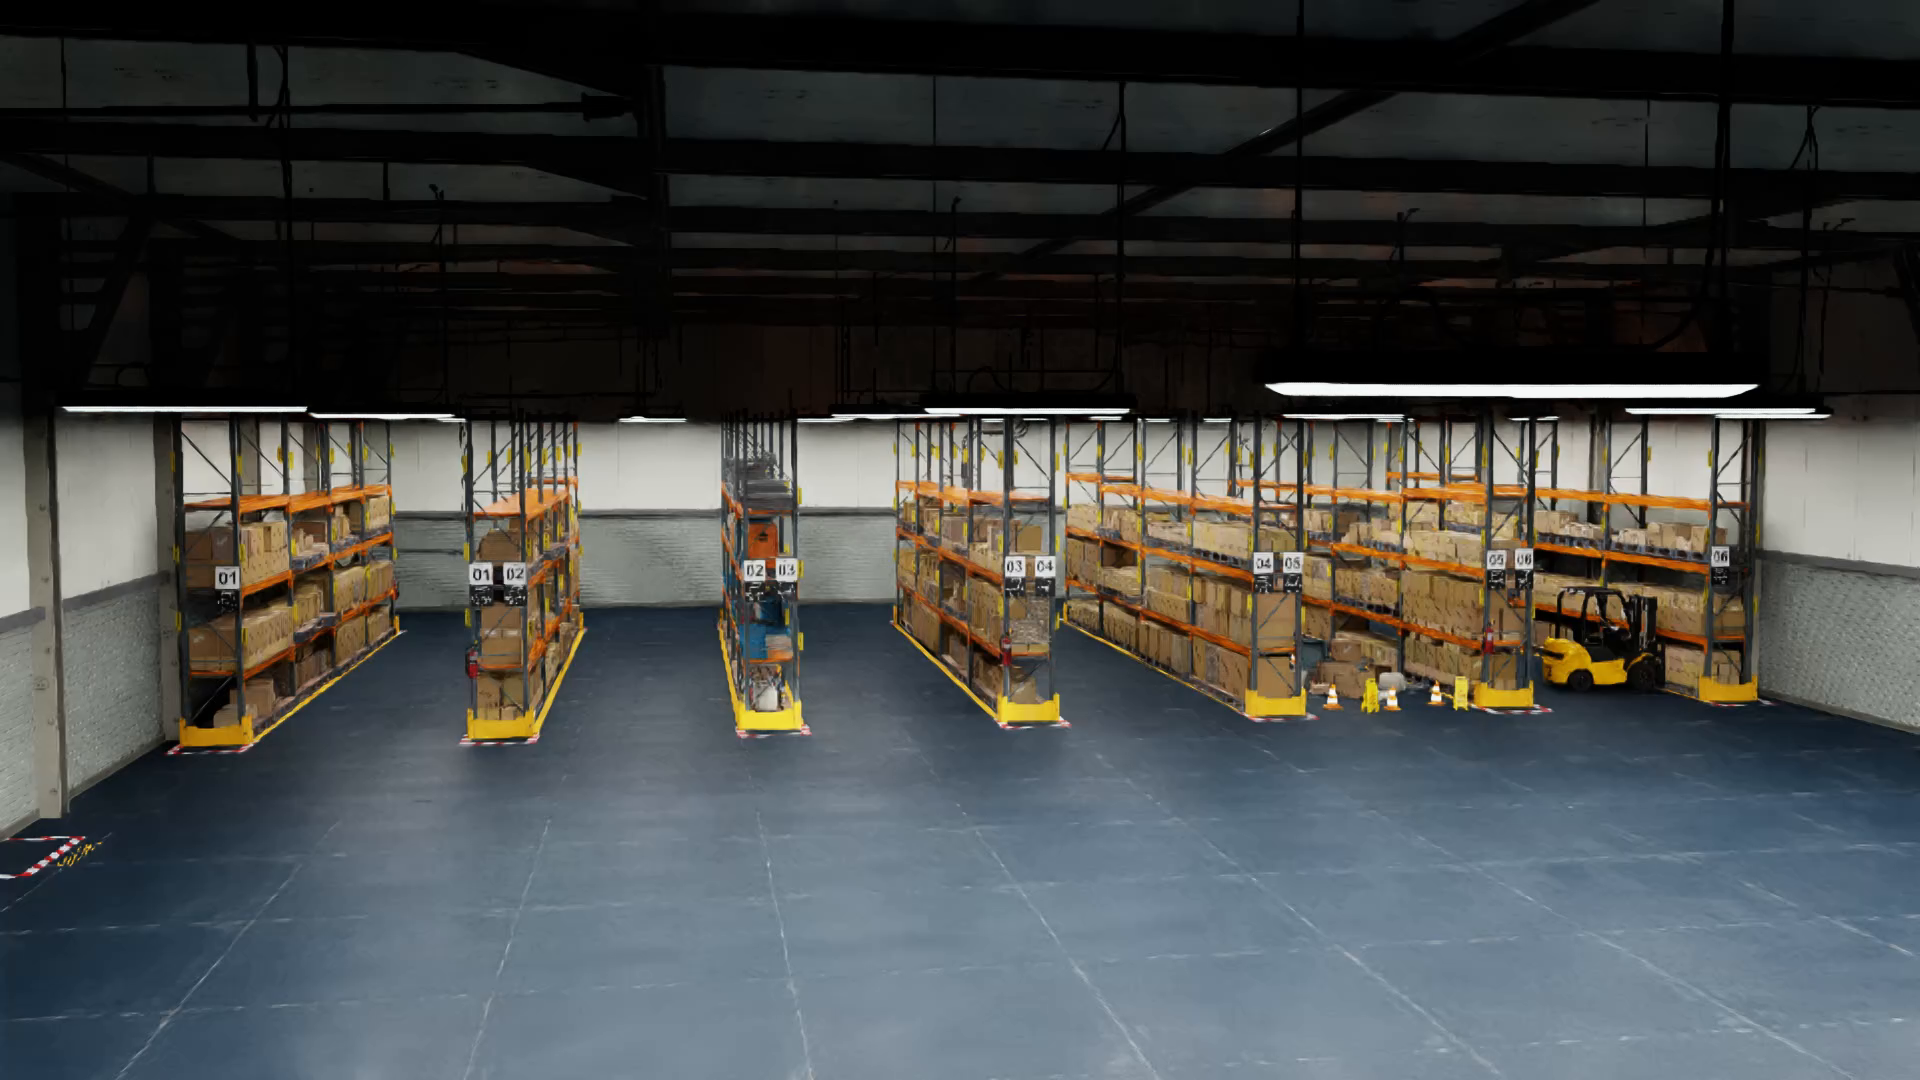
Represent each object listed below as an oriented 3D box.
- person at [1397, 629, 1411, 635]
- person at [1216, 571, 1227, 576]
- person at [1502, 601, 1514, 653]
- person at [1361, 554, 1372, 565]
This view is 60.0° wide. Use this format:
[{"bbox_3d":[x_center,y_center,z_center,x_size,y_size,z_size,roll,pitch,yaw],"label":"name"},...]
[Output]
[{"bbox_3d":[12.104,1.699,44.725,0.644,1.773,0.673,1,4,13],"label":"person"},{"bbox_3d":[8.549,1.178,53.933,0.468,1.586,0.509,2,5,29],"label":"person"},{"bbox_3d":[12.276,2.241,37.403,0.494,1.725,0.578,2,4,21],"label":"person"},{"bbox_3d":[12.790,1.274,52.187,0.600,1.629,0.504,-4,5,-42],"label":"person"}]
